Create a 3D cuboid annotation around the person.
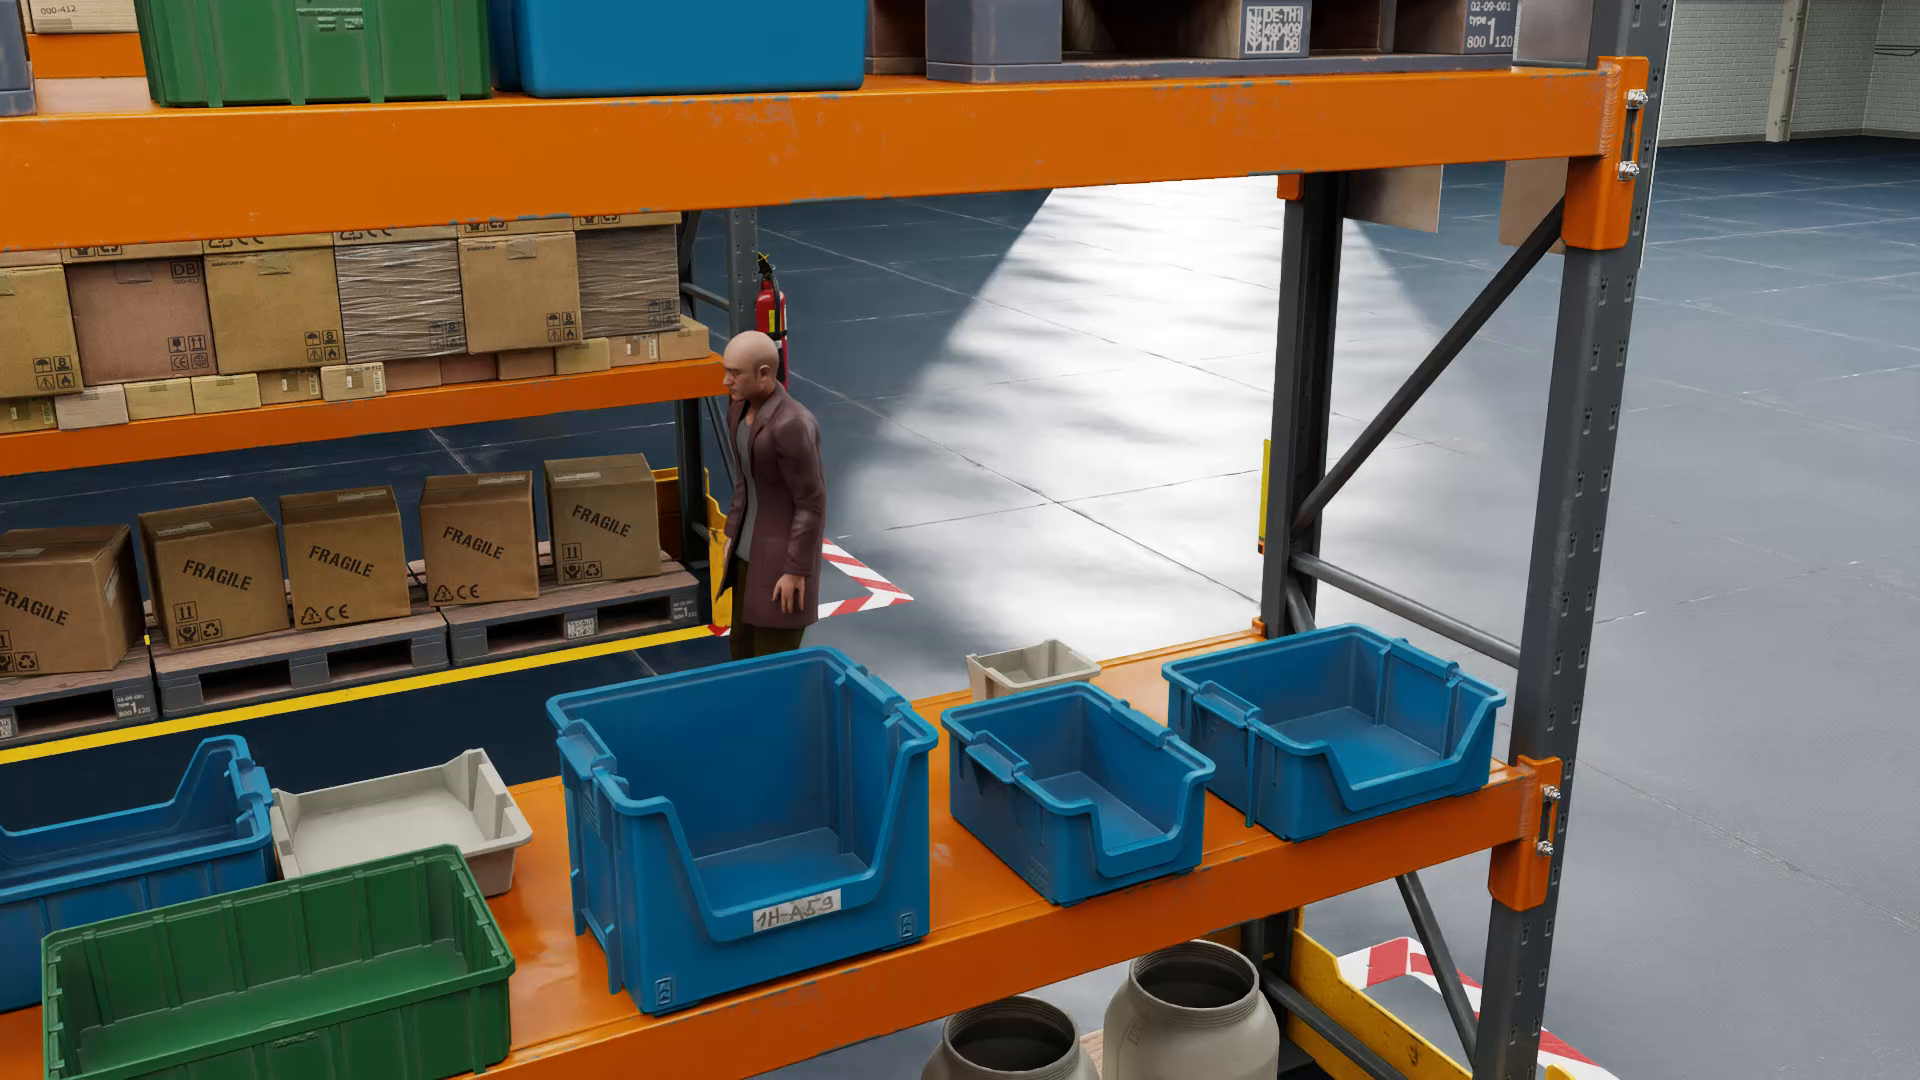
[{"bbox_3d":[-0.734,0.068,6.377,0.427,1.773,0.635,-10,21,-29],"label":"person"}]
